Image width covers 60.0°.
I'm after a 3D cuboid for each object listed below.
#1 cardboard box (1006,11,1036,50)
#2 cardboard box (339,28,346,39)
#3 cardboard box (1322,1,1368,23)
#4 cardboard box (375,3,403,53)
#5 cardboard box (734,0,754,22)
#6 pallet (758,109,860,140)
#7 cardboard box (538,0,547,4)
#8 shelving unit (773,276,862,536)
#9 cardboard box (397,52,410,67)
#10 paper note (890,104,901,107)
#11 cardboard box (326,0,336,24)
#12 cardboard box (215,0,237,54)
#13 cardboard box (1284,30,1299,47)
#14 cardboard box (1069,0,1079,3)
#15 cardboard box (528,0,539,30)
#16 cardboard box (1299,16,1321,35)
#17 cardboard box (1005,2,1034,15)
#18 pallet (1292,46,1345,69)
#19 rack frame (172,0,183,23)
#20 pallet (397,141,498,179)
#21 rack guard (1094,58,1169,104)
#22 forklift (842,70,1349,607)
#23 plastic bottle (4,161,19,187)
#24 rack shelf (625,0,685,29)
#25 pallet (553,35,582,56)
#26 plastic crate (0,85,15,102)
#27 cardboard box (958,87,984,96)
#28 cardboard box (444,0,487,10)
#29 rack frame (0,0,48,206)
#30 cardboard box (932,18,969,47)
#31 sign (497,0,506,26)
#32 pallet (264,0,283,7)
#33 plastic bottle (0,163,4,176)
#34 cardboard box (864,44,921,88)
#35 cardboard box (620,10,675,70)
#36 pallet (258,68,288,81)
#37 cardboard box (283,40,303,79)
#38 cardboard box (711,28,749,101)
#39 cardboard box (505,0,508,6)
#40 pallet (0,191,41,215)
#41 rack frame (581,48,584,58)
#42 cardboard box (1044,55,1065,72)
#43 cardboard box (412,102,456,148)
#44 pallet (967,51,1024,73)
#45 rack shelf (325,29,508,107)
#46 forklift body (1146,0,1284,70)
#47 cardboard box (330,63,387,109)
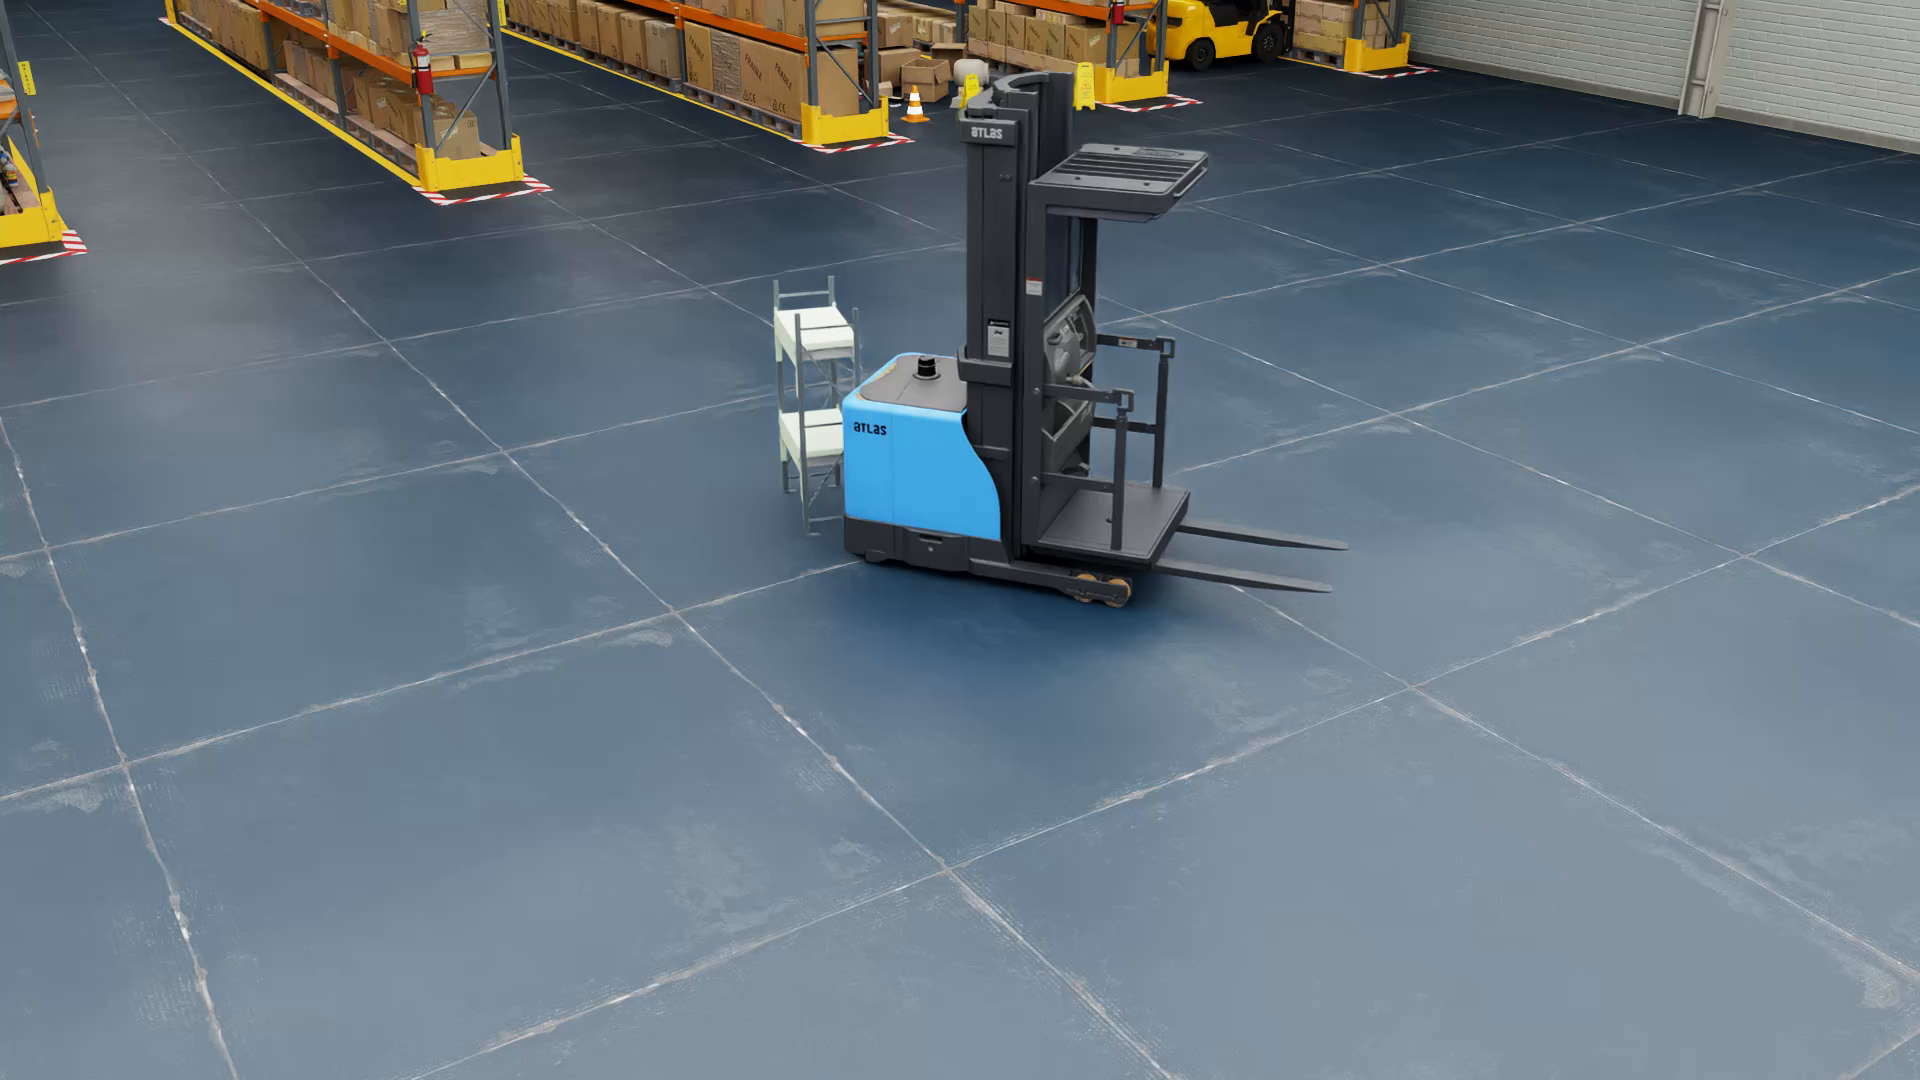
[{"bbox_3d":[1.066,-7.940,25.906,0.500,0.500,0.500,-14,29,-27],"label":"cardboard box"},{"bbox_3d":[-7.766,-6.558,21.421,0.380,0.149,0.250,-16,29,-30],"label":"cardboard box"},{"bbox_3d":[6.214,-8.521,26.844,0.500,0.250,0.500,-14,29,-28],"label":"cardboard box"},{"bbox_3d":[-6.384,-6.097,19.685,0.875,0.500,0.500,-16,29,-30],"label":"cardboard box"},{"bbox_3d":[-2.606,-7.474,22.892,0.875,0.550,0.500,-16,29,-30],"label":"cardboard box"},{"bbox_3d":[-2.024,-5.689,22.555,1.003,0.211,1.213,-16,29,-30],"label":"pallet"},{"bbox_3d":[-7.032,-9.490,28.896,0.500,0.250,0.500,-15,29,-28],"label":"cardboard box"},{"bbox_3d":[-0.922,-0.879,10.856,0.431,1.500,0.755,-7,26,-15],"label":"shelving unit"},{"bbox_3d":[-6.377,-5.670,19.541,0.380,0.149,0.250,-16,29,-30],"label":"cardboard box"},{"bbox_3d":[-0.933,-6.281,24.021,0.144,0.017,0.142,-6,26,-12],"label":"paper note"},{"bbox_3d":[-7.723,-6.998,21.594,0.875,0.500,0.500,-16,29,-30],"label":"cardboard box"},{"bbox_3d":[-11.429,-8.540,27.324,1.225,0.875,0.875,-17,30,-31],"label":"cardboard box"},{"bbox_3d":[5.676,-8.432,27.828,0.500,0.250,0.500,-15,29,-29],"label":"cardboard box"},{"bbox_3d":[1.833,-8.004,24.486,0.380,0.149,0.250,-16,30,-30],"label":"cardboard box"},{"bbox_3d":[-7.305,-9.335,29.447,0.500,0.500,0.500,-15,29,-29],"label":"cardboard box"},{"bbox_3d":[5.934,-8.486,27.356,0.500,0.250,0.500,-16,30,-30],"label":"cardboard box"},{"bbox_3d":[0.932,-8.270,25.846,0.380,0.149,0.250,-14,29,-27],"label":"cardboard box"},{"bbox_3d":[6.274,-8.033,27.519,1.003,0.211,1.213,-16,29,-30],"label":"pallet"},{"bbox_3d":[-14.468,-11.286,31.143,1.000,3.000,0.127,-16,29,-30],"label":"rack frame"},{"bbox_3d":[-6.189,-4.628,20.306,1.003,0.211,1.213,-16,29,-30],"label":"pallet"},{"bbox_3d":[2.528,-6.769,24.503,1.175,0.500,0.348,-16,29,-30],"label":"rack guard"},{"bbox_3d":[0.840,-1.181,9.819,3.031,2.935,1.130,9,27,18],"label":"forklift"},{"bbox_3d":[-10.612,-4.095,18.591,0.097,0.271,0.097,0,25,0],"label":"plastic bottle"},{"bbox_3d":[-4.798,-8.503,26.092,1.077,0.370,4.000,-16,29,-30],"label":"rack shelf"},{"bbox_3d":[-6.315,-8.563,28.641,1.003,0.211,1.213,-16,29,-30],"label":"pallet"},{"bbox_3d":[-10.102,-4.684,17.468,0.298,0.136,0.250,-16,29,-30],"label":"plastic crate"},{"bbox_3d":[0.162,-6.581,24.516,0.380,0.149,0.250,-1,25,-3],"label":"cardboard box"},{"bbox_3d":[-5.805,-6.455,19.273,0.500,0.500,0.500,-16,29,-30],"label":"cardboard box"},{"bbox_3d":[-9.883,-4.409,16.575,1.000,3.000,0.127,-16,29,-30],"label":"rack frame"},{"bbox_3d":[0.098,-8.492,27.810,0.950,0.372,0.625,-15,29,-29],"label":"cardboard box"},{"bbox_3d":[-5.279,-6.081,19.103,0.100,0.325,0.005,-16,29,-30],"label":"sign"},{"bbox_3d":[-9.622,-8.107,24.635,1.213,0.211,1.003,-16,29,-30],"label":"pallet"},{"bbox_3d":[-10.908,-4.257,19.017,0.097,0.201,0.097,0,25,0],"label":"plastic bottle"},{"bbox_3d":[-1.028,-7.176,25.202,0.797,0.637,0.503,-16,29,-30],"label":"cardboard box"},{"bbox_3d":[-4.644,-7.833,25.972,1.050,0.750,0.750,-16,29,-30],"label":"cardboard box"},{"bbox_3d":[-10.468,-7.463,26.311,1.003,0.211,1.213,-16,29,-30],"label":"pallet"},{"bbox_3d":[-9.718,-7.258,25.023,0.700,0.500,0.500,-17,30,-32],"label":"cardboard box"},{"bbox_3d":[-2.926,-6.780,23.594,0.875,0.875,0.875,-15,29,-29],"label":"cardboard box"},{"bbox_3d":[-8.512,-10.048,31.021,0.380,0.149,0.250,-15,29,-29],"label":"cardboard box"},{"bbox_3d":[-10.403,-3.456,17.823,1.003,0.211,1.213,-16,29,-30],"label":"pallet"},{"bbox_3d":[-5.890,-9.544,27.453,1.000,3.000,0.127,-16,29,-30],"label":"rack frame"},{"bbox_3d":[1.627,-7.232,25.286,0.500,0.250,0.500,-15,29,-29],"label":"cardboard box"},{"bbox_3d":[-6.415,-5.055,20.381,0.500,0.500,0.500,-8,26,-16],"label":"cardboard box"},{"bbox_3d":[0.782,-7.810,27.047,1.003,0.211,1.213,-16,29,-30],"label":"pallet"},{"bbox_3d":[-6.825,-5.953,20.689,1.077,0.370,4.000,-16,29,-30],"label":"rack shelf"},{"bbox_3d":[4.163,-8.900,27.083,2.313,2.155,1.214,-16,29,-30],"label":"forklift body"},{"bbox_3d":[-8.234,-6.287,22.966,0.700,0.500,0.500,-18,31,-33],"label":"cardboard box"}]
